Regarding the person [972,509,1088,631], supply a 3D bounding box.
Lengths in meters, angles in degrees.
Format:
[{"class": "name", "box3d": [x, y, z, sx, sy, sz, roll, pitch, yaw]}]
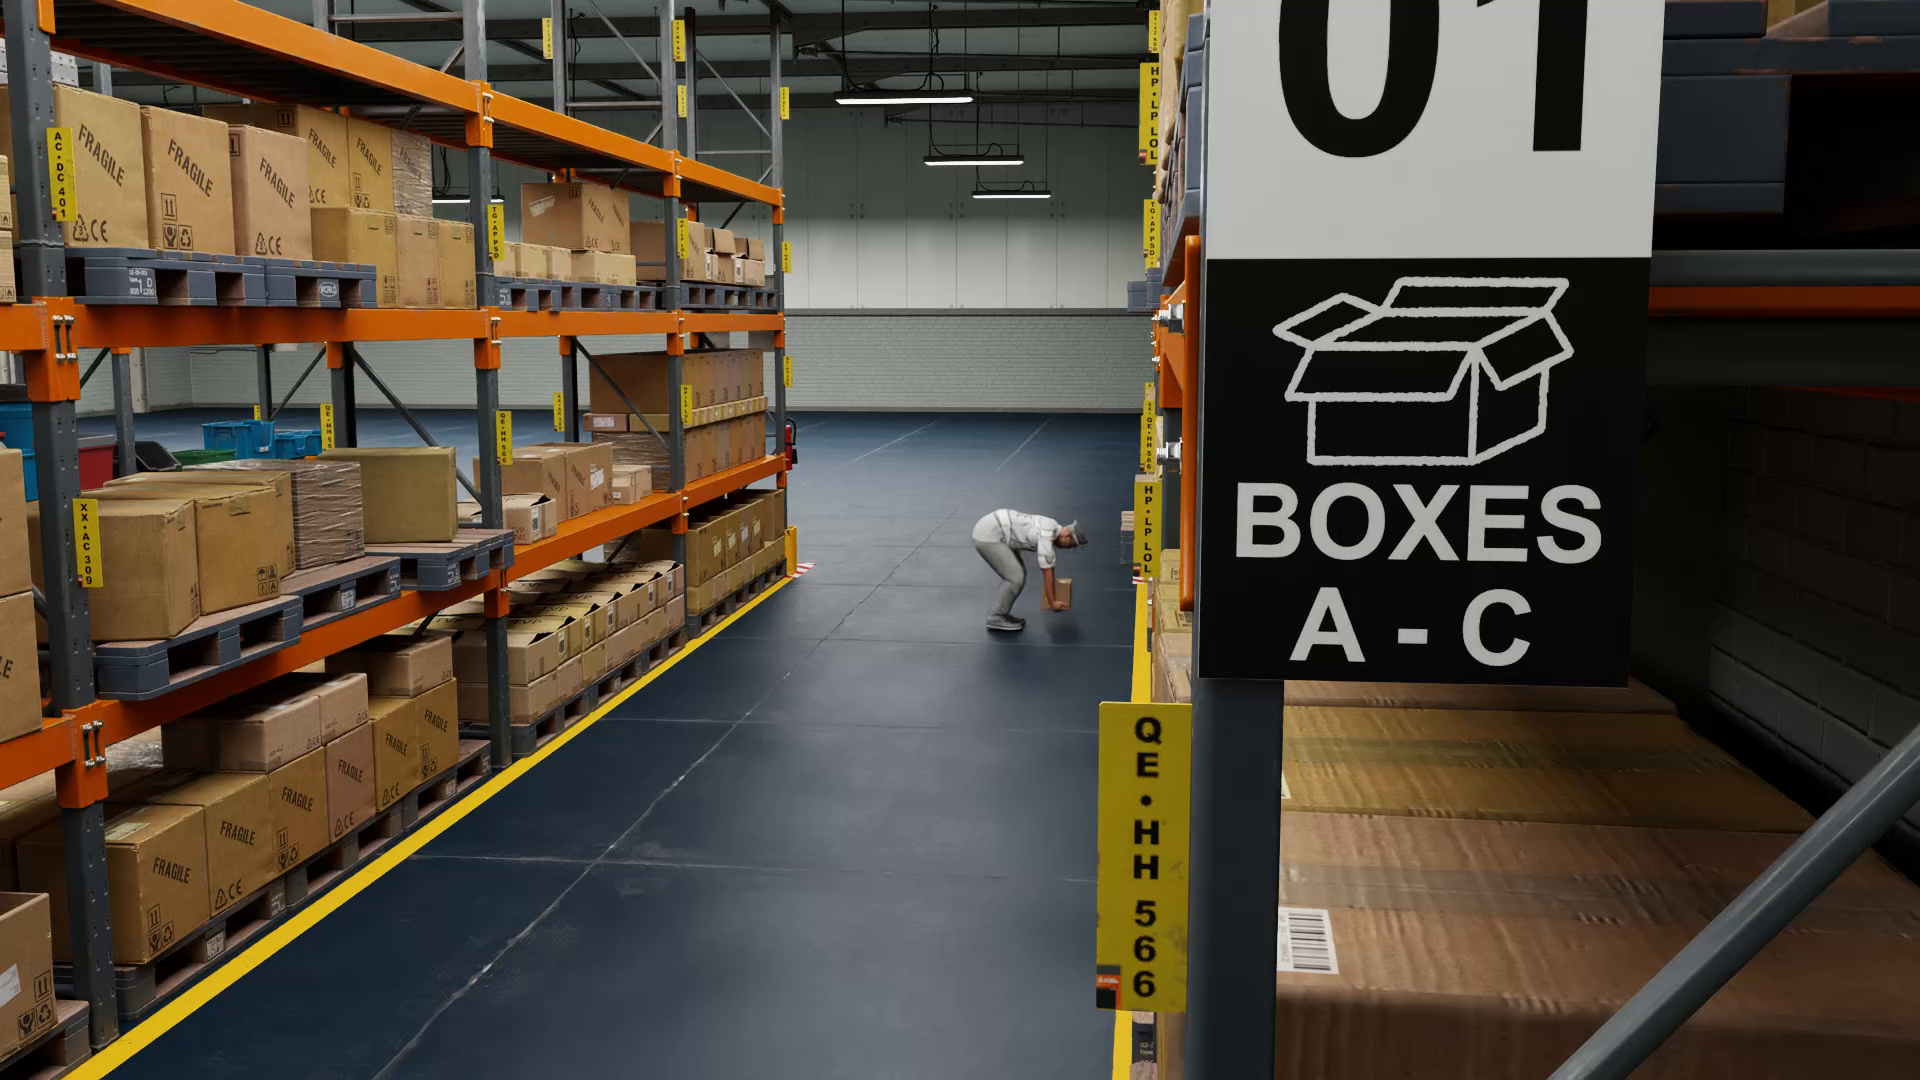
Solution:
[{"class": "person", "box3d": [0.627, 0.261, 14.906, 1.042, 1.069, 0.516, 0, 8, 4]}]
